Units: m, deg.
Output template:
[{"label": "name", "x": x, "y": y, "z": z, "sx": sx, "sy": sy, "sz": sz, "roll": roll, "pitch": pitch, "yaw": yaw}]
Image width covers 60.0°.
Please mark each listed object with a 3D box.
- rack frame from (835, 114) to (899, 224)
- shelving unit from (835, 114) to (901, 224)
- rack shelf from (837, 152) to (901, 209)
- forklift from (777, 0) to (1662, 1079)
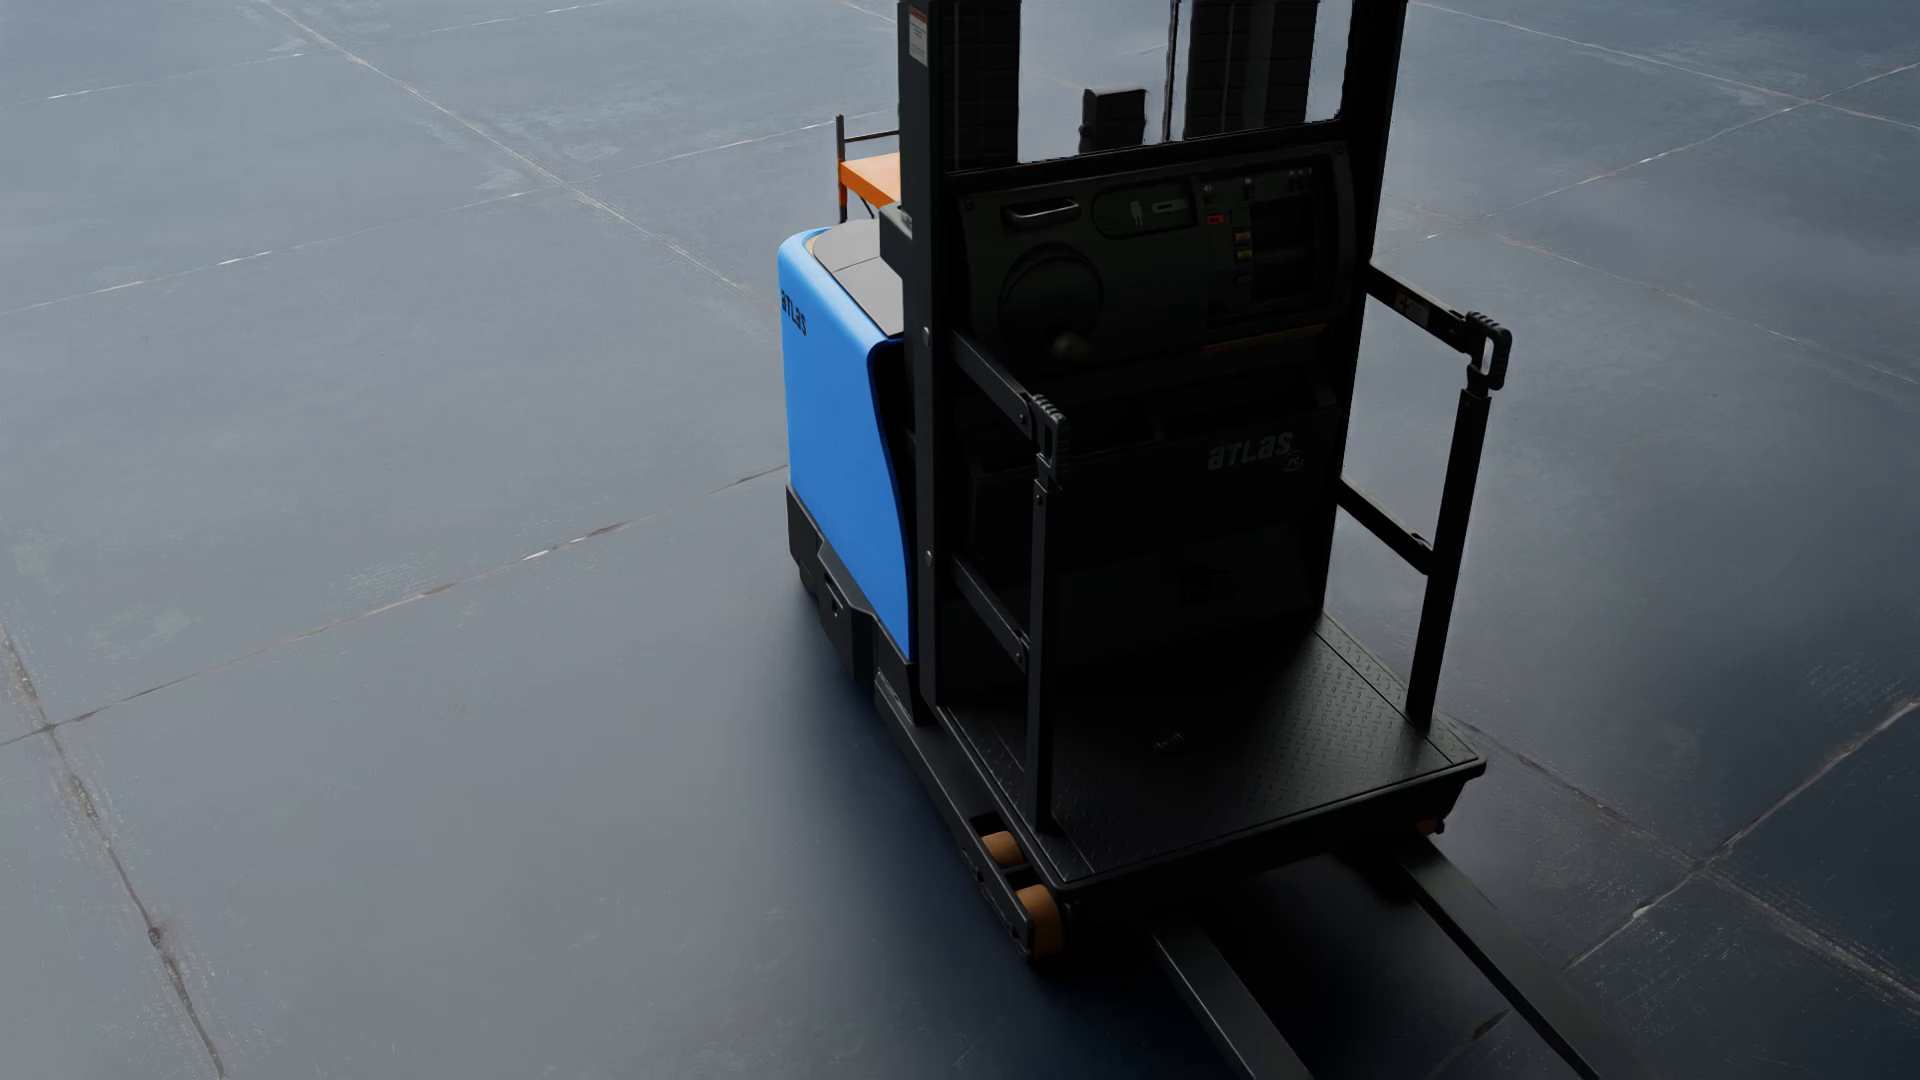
[{"label": "rack frame", "x": -0.270, "y": -0.811, "z": 5.418, "sx": 0.240, "sy": 1.200, "sz": 0.015, "roll": -16, "pitch": 35, "yaw": -24}, {"label": "shelving unit", "x": -0.153, "y": -0.698, "z": 5.236, "sx": 0.258, "sy": 1.200, "sz": 0.503, "roll": -16, "pitch": 35, "yaw": -24}, {"label": "rack shelf", "x": -0.153, "y": -1.031, "z": 5.029, "sx": 0.258, "sy": 0.148, "sz": 0.480, "roll": -16, "pitch": 35, "yaw": -24}, {"label": "forklift", "x": 0.519, "y": -0.561, "z": 3.375, "sx": 1.130, "sy": 2.935, "sz": 3.031, "roll": -13, "pitch": 34, "yaw": -19}]
